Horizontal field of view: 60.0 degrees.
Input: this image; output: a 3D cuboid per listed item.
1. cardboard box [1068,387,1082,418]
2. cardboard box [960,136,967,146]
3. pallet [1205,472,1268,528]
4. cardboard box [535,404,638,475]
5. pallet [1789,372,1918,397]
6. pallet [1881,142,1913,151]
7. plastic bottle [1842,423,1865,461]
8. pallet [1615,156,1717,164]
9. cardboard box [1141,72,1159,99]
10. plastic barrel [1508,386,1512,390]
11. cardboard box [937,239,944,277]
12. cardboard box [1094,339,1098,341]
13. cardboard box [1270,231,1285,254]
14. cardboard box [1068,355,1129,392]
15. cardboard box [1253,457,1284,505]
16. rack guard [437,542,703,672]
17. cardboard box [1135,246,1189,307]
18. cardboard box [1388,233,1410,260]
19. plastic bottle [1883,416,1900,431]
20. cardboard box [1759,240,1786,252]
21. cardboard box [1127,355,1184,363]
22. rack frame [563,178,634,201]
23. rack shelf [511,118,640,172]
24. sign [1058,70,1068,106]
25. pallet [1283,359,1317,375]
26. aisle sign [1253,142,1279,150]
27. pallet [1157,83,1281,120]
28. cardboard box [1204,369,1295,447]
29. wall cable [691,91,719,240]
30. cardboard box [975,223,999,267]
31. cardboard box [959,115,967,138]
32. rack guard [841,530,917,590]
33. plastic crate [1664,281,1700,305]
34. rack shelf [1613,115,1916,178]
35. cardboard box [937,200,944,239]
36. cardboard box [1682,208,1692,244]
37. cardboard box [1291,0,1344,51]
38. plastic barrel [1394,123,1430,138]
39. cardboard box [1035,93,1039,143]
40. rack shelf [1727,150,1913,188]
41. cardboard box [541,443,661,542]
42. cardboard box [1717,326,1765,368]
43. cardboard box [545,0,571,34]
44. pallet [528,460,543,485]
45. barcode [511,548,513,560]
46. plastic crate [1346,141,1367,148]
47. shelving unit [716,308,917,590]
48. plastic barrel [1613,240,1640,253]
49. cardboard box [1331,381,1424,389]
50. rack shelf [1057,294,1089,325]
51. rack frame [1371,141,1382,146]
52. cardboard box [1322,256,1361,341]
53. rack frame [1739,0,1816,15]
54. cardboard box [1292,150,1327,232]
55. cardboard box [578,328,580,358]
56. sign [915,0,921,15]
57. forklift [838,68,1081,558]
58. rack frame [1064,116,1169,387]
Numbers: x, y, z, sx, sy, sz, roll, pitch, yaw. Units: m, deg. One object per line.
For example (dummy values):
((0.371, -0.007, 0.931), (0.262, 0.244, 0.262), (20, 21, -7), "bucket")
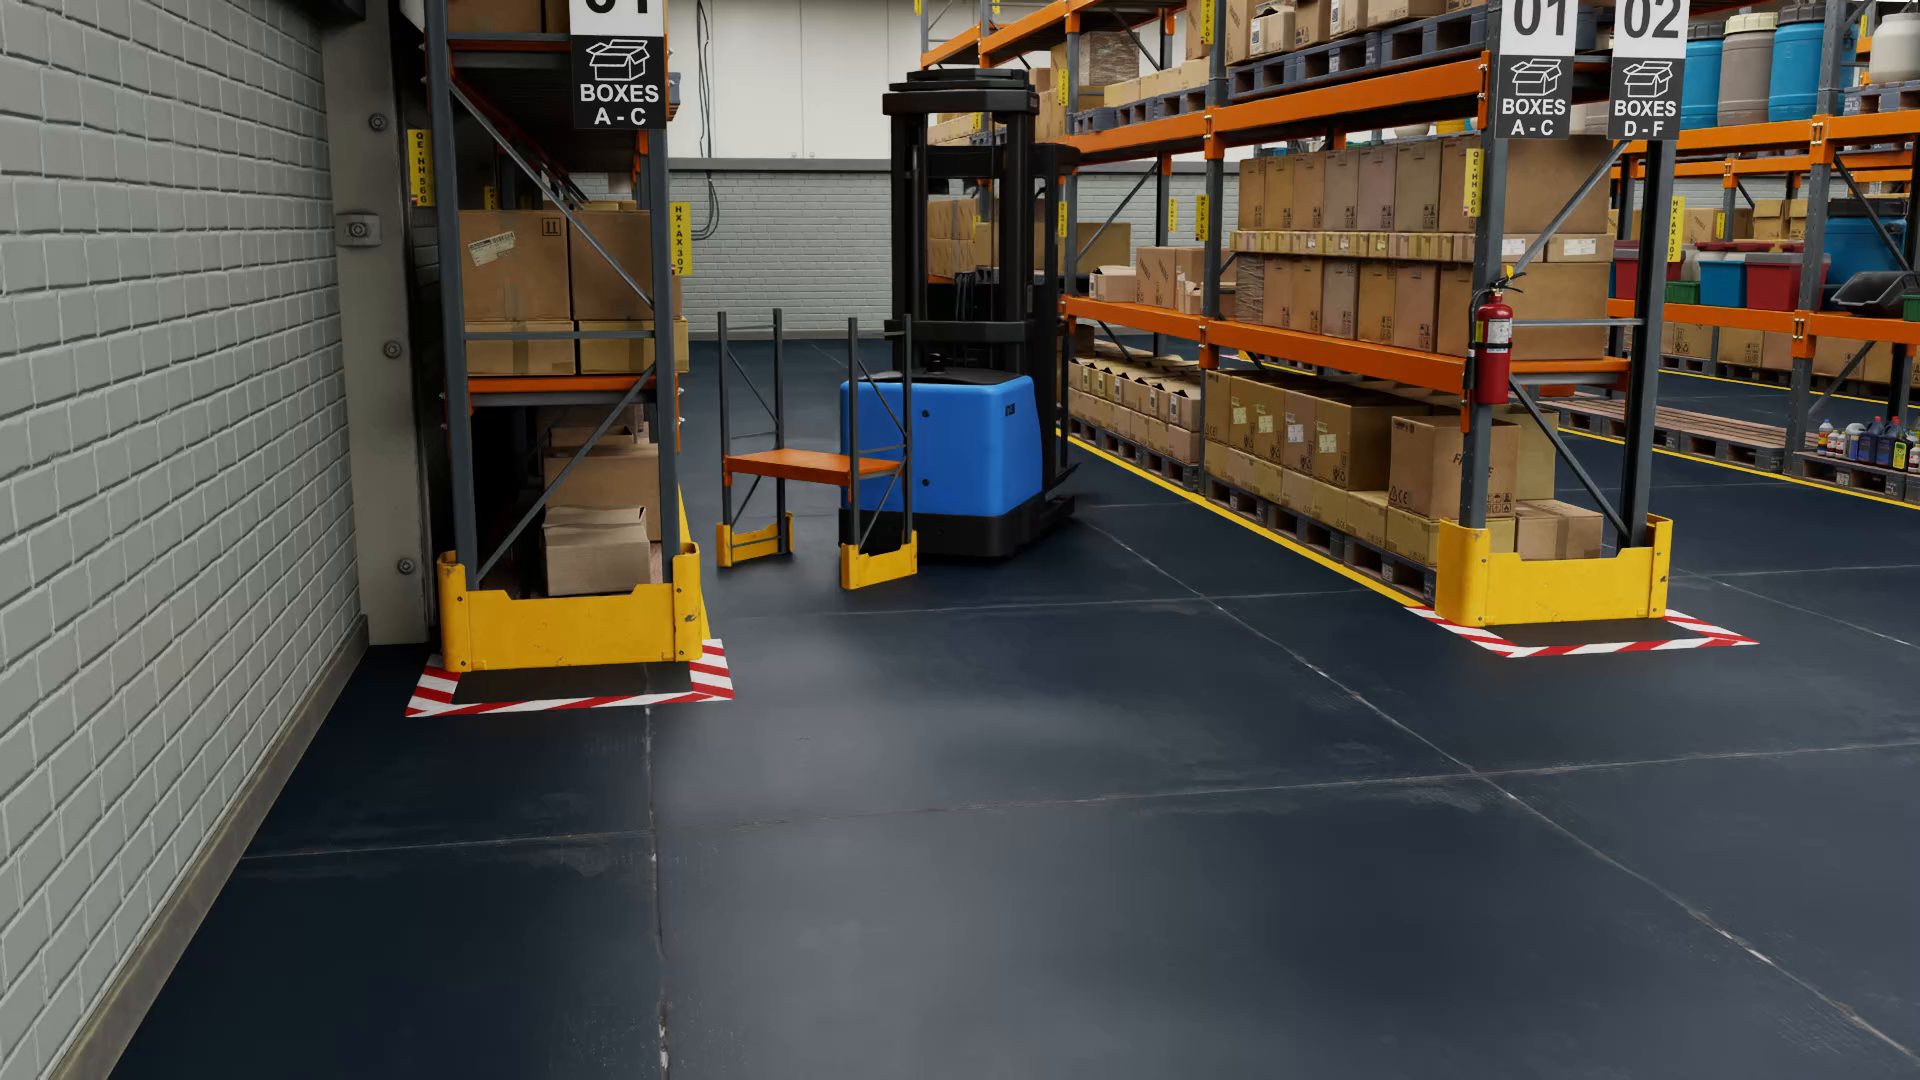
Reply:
((1.324, -1.307, 15.771), (0.500, 0.250, 0.500), (-2, 11, -11), "cardboard box")
((0.290, -4.863, 20.604), (0.500, 0.250, 0.500), (-2, 11, -11), "cardboard box")
((2.402, -0.307, 11.746), (1.003, 0.211, 1.213), (-2, 11, -11), "pallet")
((-2.729, -0.766, 12.208), (0.700, 0.500, 0.500), (-2, 11, -9), "cardboard box")
((10.915, -1.918, 20.211), (1.003, 0.211, 1.213), (-2, 11, -11), "pallet")
((11.051, -4.415, 18.351), (1.213, 0.211, 1.003), (-2, 11, -8), "pallet")
((6.870, -0.749, 12.719), (0.152, 0.276, 0.135), (-2, 11, -9), "plastic bottle")
((10.068, -5.455, 23.549), (1.003, 0.211, 1.213), (-2, 11, -11), "pallet")
((1.874, -3.882, 14.327), (0.500, 0.250, 0.500), (-2, 11, -12), "cardboard box")
((6.061, -1.911, 18.245), (0.421, 0.512, 0.421), (0, 11, 0), "plastic barrel")
((-0.017, -3.797, 22.355), (0.500, 0.500, 0.500), (-2, 11, -11), "cardboard box")
((1.295, -2.017, 18.779), (0.500, 0.500, 0.500), (-2, 11, -10), "cardboard box")
((2.304, -1.995, 11.151), (0.380, 0.149, 0.250), (-2, 11, -12), "cardboard box")
((1.324, -1.582, 15.719), (0.500, 0.311, 0.500), (-2, 11, -9), "cardboard box")
((2.266, -0.400, 11.007), (0.500, 0.250, 0.500), (-2, 11, -11), "cardboard box")
((-1.807, 0.304, 7.762), (1.175, 0.500, 0.348), (-2, 11, -11), "rack guard")
((1.853, -2.300, 14.491), (0.500, 0.500, 0.500), (-3, 11, -14), "cardboard box")
((2.656, -1.663, 9.408), (0.380, 0.149, 0.250), (-2, 11, -10), "cardboard box")
((7.039, -0.761, 12.579), (0.144, 0.351, 0.185), (-2, 11, -11), "plastic bottle")
((10.393, -3.515, 20.873), (0.500, 0.500, 0.500), (-2, 11, -11), "cardboard box")
((1.854, -1.602, 15.822), (0.500, 0.311, 0.500), (-2, 11, -10), "cardboard box")
((-4.904, -3.845, 22.873), (1.000, 3.000, 0.127), (-2, 11, -11), "rack frame")
((-2.959, -3.131, 13.024), (1.077, 0.370, 4.000), (-2, 11, -11), "rack shelf")
((0.978, -4.266, 15.684), (0.100, 0.325, 0.005), (-2, 11, -11), "sign")
((5.170, -2.459, 23.051), (1.003, 0.211, 1.213), (-2, 11, -11), "pallet")
((4.509, -5.484, 24.535), (0.394, 0.787, 0.004), (-2, 11, -11), "aisle sign")
((2.104, -3.365, 12.845), (0.805, 0.209, 1.217), (-3, 11, -13), "pallet")
((2.072, -0.952, 11.901), (0.500, 0.500, 0.500), (-2, 11, -11), "cardboard box")
((-5.653, -6.317, 28.121), (3.097, 2.526, 0.112), (-2, 11, -11), "wall cable")
((0.605, -3.452, 19.421), (0.700, 0.500, 0.500), (-6, 12, -30), "cardboard box")
((0.278, -5.108, 20.554), (0.500, 0.250, 0.500), (-2, 11, -11), "cardboard box")
((-0.457, 0.106, 9.470), (0.087, 0.250, 0.587), (8, 14, 37), "rack guard")
((6.532, -2.209, 14.847), (0.450, 0.188, 0.662), (-2, 11, -11), "plastic crate")
((6.759, -3.491, 14.916), (1.077, 0.370, 4.000), (-2, 11, -11), "rack shelf")
((-0.016, -4.287, 22.257), (0.500, 0.500, 0.500), (-2, 11, -10), "cardboard box")
((10.005, -4.259, 22.649), (0.500, 0.500, 0.500), (-2, 11, -10), "cardboard box")
((2.485, -3.317, 10.306), (0.797, 0.503, 0.637), (-1, 11, -5), "cardboard box")
((5.449, -5.112, 20.024), (0.433, 0.535, 0.433), (0, 11, 0), "plastic barrel")
((1.192, -4.348, 17.231), (0.910, 0.500, 0.500), (-2, 11, -11), "cardboard box")
((10.839, -4.405, 19.717), (1.077, 0.370, 4.000), (-2, 11, -11), "rack shelf")
((-2.043, -0.269, 9.597), (0.700, 0.500, 0.500), (-3, 11, -15), "cardboard box")
((10.595, -2.697, 21.404), (1.225, 0.875, 0.875), (-2, 11, -11), "cardboard box")
((-1.612, -2.513, 7.534), (0.500, 0.500, 0.500), (-2, 11, -10), "cardboard box")
((-2.723, -0.417, 12.320), (1.003, 0.211, 1.213), (-2, 11, -11), "pallet")
((-2.234, 0.071, 8.290), (0.001, 0.075, 0.075), (-2, 11, -11), "barcode")
((5.102, -5.018, 21.463), (0.416, 0.233, 0.300), (-2, 11, -11), "plastic crate")
((-0.848, -0.565, 9.656), (1.083, 1.500, 0.587), (8, 14, 37), "shelving unit")
((6.757, -2.730, 16.655), (0.600, 0.536, 0.708), (-2, 11, -11), "plastic barrel")
((2.780, -0.788, 11.037), (0.500, 0.500, 0.500), (-2, 11, -11), "cardboard box")
((1.122, -2.571, 18.109), (1.077, 0.370, 4.000), (-2, 11, -11), "rack shelf")
((5.592, -3.471, 20.911), (1.000, 3.000, 0.127), (-2, 11, -11), "rack frame")
((2.684, -1.510, 10.339), (0.700, 0.500, 0.500), (-2, 11, -9), "cardboard box")
((10.450, -6.598, 21.297), (1.000, 3.000, 0.127), (-2, 11, -11), "rack frame")
((2.577, -2.245, 10.733), (0.700, 0.500, 0.500), (-2, 11, -11), "cardboard box")
((-2.184, -1.020, 8.379), (0.500, 0.250, 0.500), (-2, 11, -9), "cardboard box")
((-0.578, -7.450, 23.064), (0.100, 0.325, 0.005), (-2, 11, -11), "sign")
((0.165, -1.564, 11.073), (1.130, 2.935, 3.031), (3, 11, 16), "forklift")
((1.511, -2.558, 16.114), (1.000, 3.000, 0.127), (-2, 11, -11), "rack frame")
